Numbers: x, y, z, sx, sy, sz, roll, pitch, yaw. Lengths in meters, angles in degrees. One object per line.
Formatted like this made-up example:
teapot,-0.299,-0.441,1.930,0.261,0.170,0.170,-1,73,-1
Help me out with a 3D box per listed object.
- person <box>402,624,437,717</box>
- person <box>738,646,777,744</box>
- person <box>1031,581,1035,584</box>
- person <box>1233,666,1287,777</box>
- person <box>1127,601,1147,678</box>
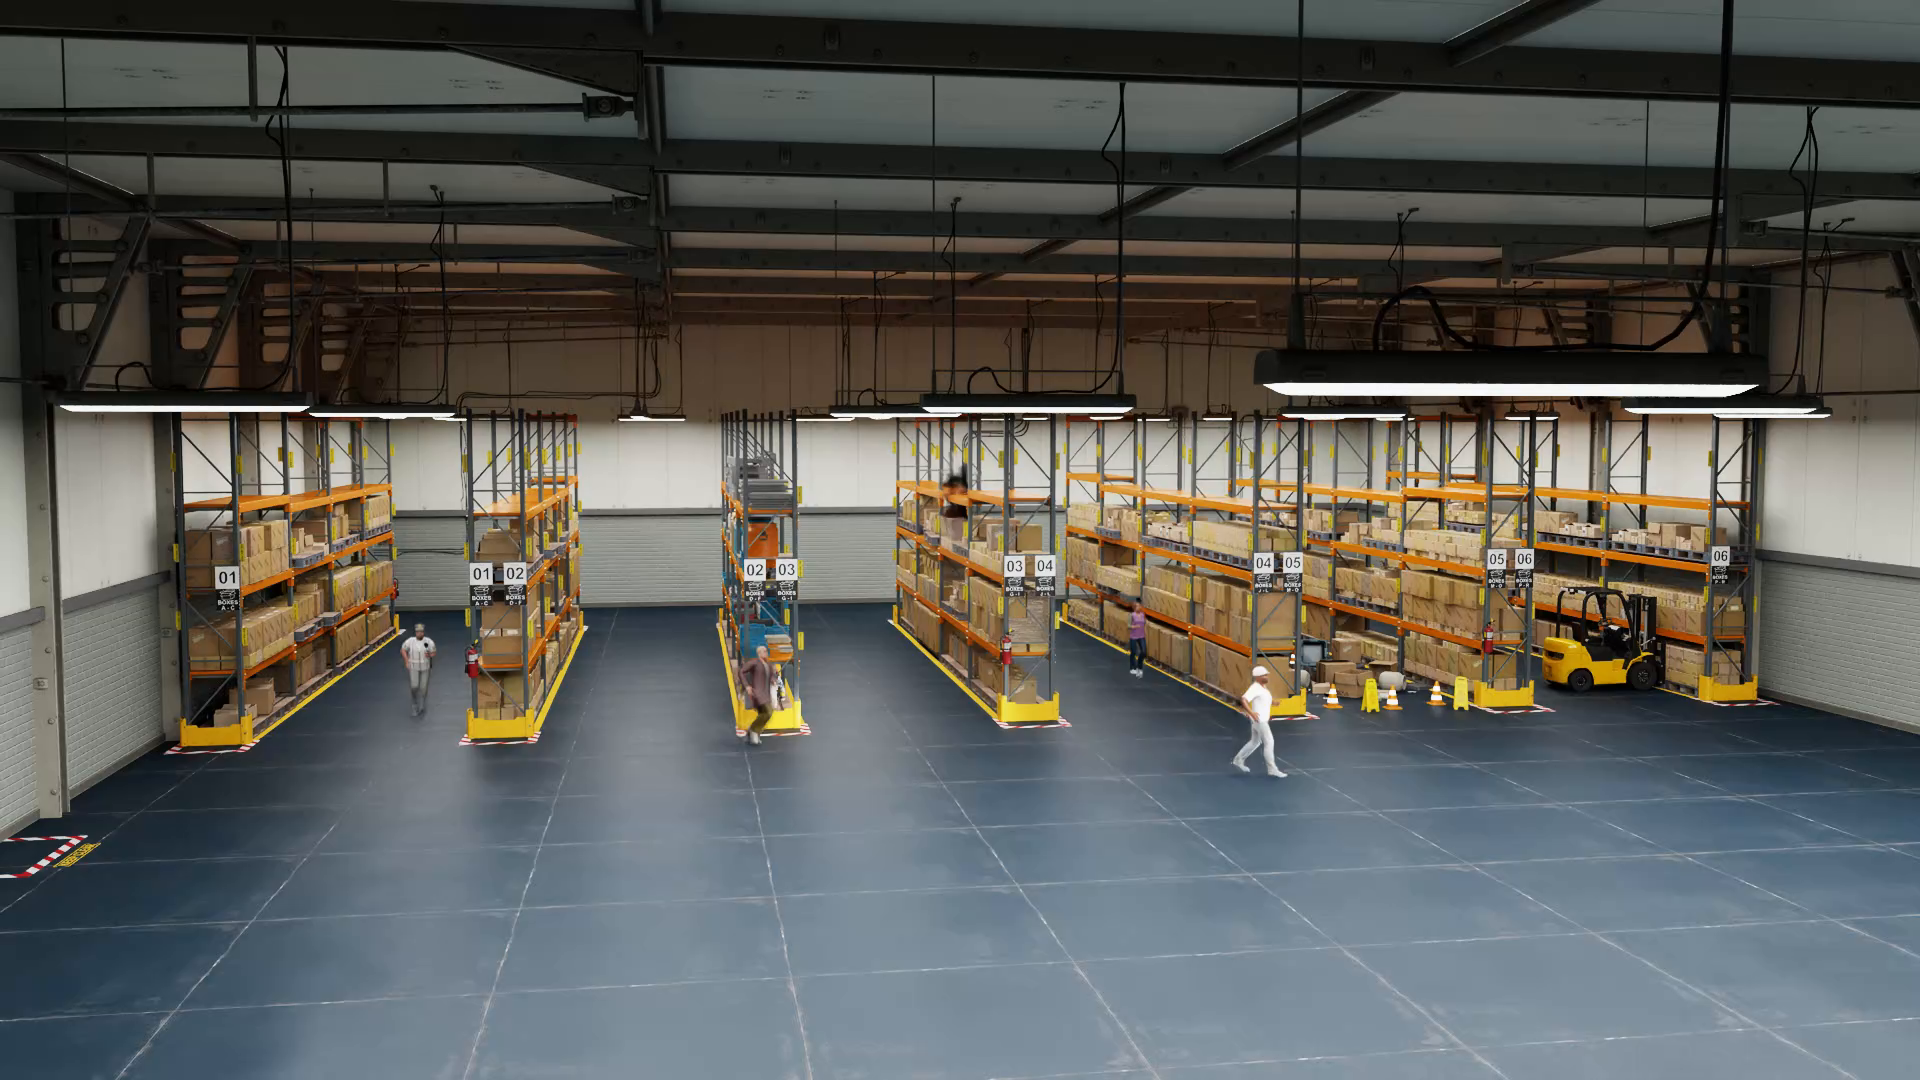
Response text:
person,-10.641,2.568,32.775,0.638,1.851,0.778,-2,4,-23
person,-3.554,2.777,29.815,0.615,1.733,0.714,2,4,24
person,1.976,1.555,47.366,0.715,1.715,0.578,0,4,7
person,4.867,2.927,26.953,0.888,1.768,0.704,1,4,15
person,3.844,2.152,35.846,0.515,1.653,0.622,-1,4,-18
